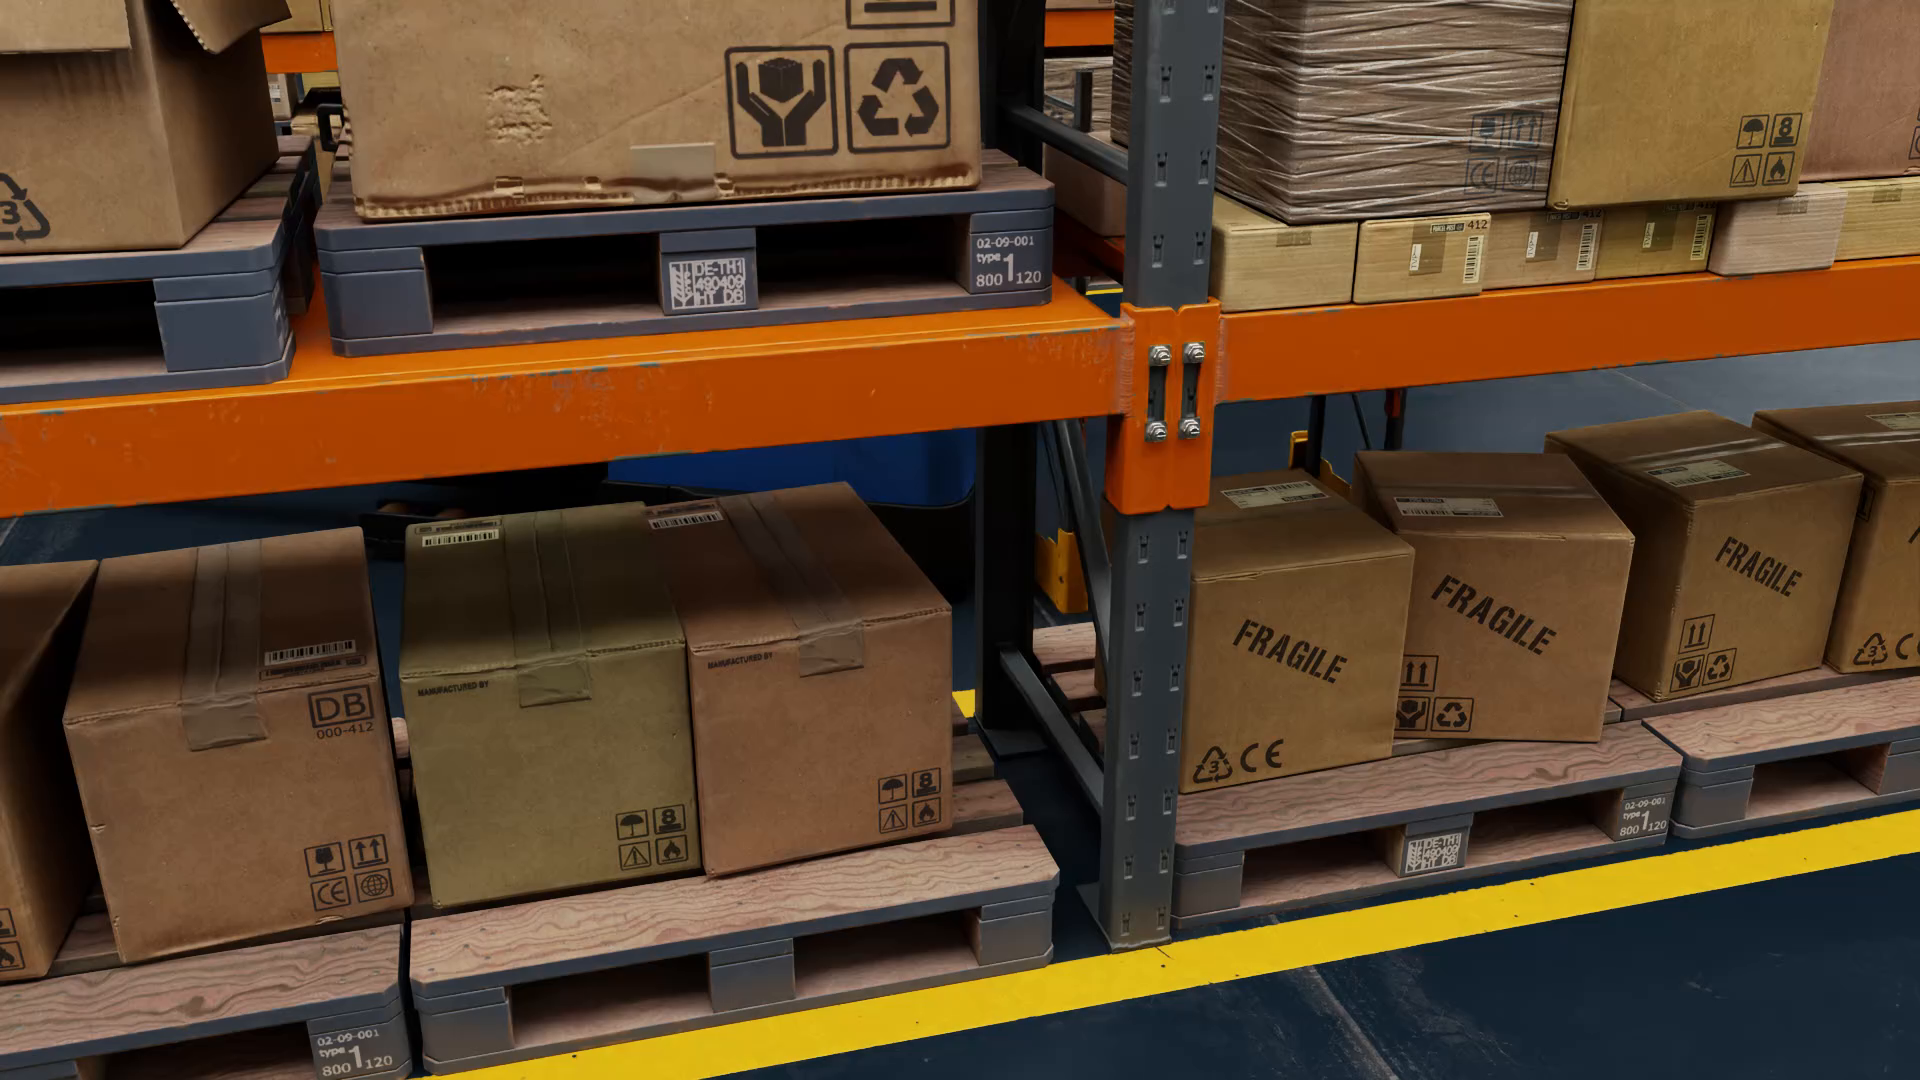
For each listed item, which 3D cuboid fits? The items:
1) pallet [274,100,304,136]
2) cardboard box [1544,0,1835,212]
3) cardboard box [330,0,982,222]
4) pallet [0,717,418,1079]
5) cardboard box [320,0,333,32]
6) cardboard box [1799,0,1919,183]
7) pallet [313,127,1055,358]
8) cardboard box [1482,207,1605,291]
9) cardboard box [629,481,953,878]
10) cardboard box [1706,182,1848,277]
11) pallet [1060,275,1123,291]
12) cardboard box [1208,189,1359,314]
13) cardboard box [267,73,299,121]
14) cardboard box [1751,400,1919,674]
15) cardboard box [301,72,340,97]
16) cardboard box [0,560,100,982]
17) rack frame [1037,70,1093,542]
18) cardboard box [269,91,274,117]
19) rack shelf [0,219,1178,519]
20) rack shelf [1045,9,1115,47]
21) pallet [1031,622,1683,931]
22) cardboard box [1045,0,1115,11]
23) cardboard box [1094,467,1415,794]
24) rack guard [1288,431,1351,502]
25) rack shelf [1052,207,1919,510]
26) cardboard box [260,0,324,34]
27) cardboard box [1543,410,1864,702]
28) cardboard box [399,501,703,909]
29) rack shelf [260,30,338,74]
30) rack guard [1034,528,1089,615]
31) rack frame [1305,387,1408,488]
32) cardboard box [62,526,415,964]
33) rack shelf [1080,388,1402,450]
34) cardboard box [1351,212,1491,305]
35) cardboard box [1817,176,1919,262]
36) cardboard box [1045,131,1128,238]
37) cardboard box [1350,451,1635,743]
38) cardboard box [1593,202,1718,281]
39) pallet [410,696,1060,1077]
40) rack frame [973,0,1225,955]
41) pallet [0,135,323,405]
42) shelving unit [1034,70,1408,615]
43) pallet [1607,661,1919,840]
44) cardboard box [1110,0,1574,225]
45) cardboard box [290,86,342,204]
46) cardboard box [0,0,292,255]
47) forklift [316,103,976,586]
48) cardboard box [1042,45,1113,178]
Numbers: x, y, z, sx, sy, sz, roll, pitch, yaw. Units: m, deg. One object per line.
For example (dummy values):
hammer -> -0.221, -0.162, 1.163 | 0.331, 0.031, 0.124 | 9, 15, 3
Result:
pallet -> -4.373, -3.013, 12.004 | 1.213, 0.211, 1.003 | -6, 24, -14
cardboard box -> 1.171, -0.994, 3.258 | 0.500, 0.500, 0.875 | -6, 24, -14
cardboard box -> -0.573, -1.184, 2.912 | 1.000, 1.000, 1.000 | -6, 24, -14
pallet -> -1.696, 0.750, 3.235 | 1.213, 0.211, 1.003 | -6, 24, -14
cardboard box -> -2.416, -2.422, 6.963 | 0.500, 0.500, 0.500 | -6, 24, -14
cardboard box -> 1.625, -1.085, 3.471 | 0.500, 0.500, 0.875 | -6, 24, -14
pallet -> -0.546, -0.632, 3.163 | 1.213, 0.211, 1.003 | -6, 24, -14
cardboard box -> 0.995, -0.599, 3.160 | 0.250, 0.149, 0.380 | -6, 24, -14
cardboard box -> -0.367, 0.257, 3.459 | 0.500, 0.500, 0.700 | -8, 25, -18
cardboard box -> 1.485, -0.640, 3.256 | 0.250, 0.149, 0.380 | -6, 24, -14
pallet -> 0.917, -1.542, 8.575 | 1.213, 0.211, 1.003 | -6, 24, -14
cardboard box -> 0.518, -0.540, 3.023 | 0.250, 0.149, 0.380 | -6, 24, -14
cardboard box -> -5.044, -3.206, 11.719 | 0.625, 0.372, 0.950 | -7, 24, -15
cardboard box -> 2.301, -0.021, 4.132 | 0.500, 0.500, 0.500 | -4, 24, -9
cardboard box -> -4.312, -3.285, 11.902 | 0.625, 0.372, 0.950 | -6, 24, -13
cardboard box -> -1.907, 0.420, 3.079 | 0.500, 0.500, 0.700 | -4, 24, -10
rack frame -> 0.248, -0.589, 4.720 | 0.032, 1.500, 0.500 | -7, 24, -16
cardboard box -> -3.413, -1.499, 7.259 | 0.750, 0.750, 1.050 | -6, 24, -14
rack shelf -> -1.696, -0.203, 2.832 | 4.000, 0.370, 1.077 | -6, 24, -14
rack shelf -> 0.913, -2.523, 8.238 | 4.000, 0.370, 1.077 | -6, 24, -14
pallet -> 0.867, 0.450, 3.934 | 1.213, 0.211, 1.003 | -6, 24, -14
cardboard box -> 0.414, -2.833, 7.859 | 0.550, 0.550, 0.875 | -6, 24, -14
cardboard box -> 0.626, 0.182, 3.660 | 0.500, 0.500, 0.500 | -7, 24, -16
rack guard -> 1.201, -0.131, 5.238 | 0.087, 0.250, 0.587 | -7, 24, -16
rack shelf -> 2.155, -0.629, 3.825 | 4.000, 0.370, 1.077 | -6, 24, -14
cardboard box -> -2.904, -2.367, 6.835 | 0.500, 0.500, 0.500 | -7, 24, -15
cardboard box -> 1.752, 0.022, 4.033 | 0.500, 0.500, 0.500 | -9, 25, -19
cardboard box -> -0.832, 0.301, 3.357 | 0.500, 0.500, 0.700 | -6, 24, -15
rack shelf -> -2.938, -2.097, 7.245 | 4.000, 0.370, 1.077 | -6, 24, -14
rack guard -> 0.249, -0.014, 4.967 | 0.087, 0.250, 0.587 | -7, 24, -16
rack frame -> 1.219, -0.707, 4.997 | 0.032, 1.500, 0.500 | -7, 24, -16
cardboard box -> -1.370, 0.360, 3.218 | 0.500, 0.500, 0.700 | -8, 25, -19
rack shelf -> 0.734, -0.483, 4.929 | 1.000, 0.185, 0.538 | -7, 24, -16
cardboard box -> 0.762, -0.562, 3.073 | 0.250, 0.149, 0.380 | -6, 24, -14
cardboard box -> 1.715, -0.682, 3.355 | 0.250, 0.149, 0.380 | -6, 24, -14
cardboard box -> 0.357, -0.766, 3.549 | 0.250, 0.149, 0.380 | -6, 24, -14
cardboard box -> 1.175, 0.118, 3.809 | 0.500, 0.500, 0.500 | 1, 23, 3
cardboard box -> 1.234, -0.629, 3.230 | 0.250, 0.149, 0.380 | -6, 24, -14
pallet -> -0.520, 0.618, 3.541 | 1.213, 0.211, 1.003 | -6, 24, -14
rack frame -> 0.230, -0.747, 3.186 | 0.127, 3.000, 1.000 | -6, 24, -14
pallet -> -1.727, -0.459, 2.759 | 1.213, 0.211, 1.003 | -6, 24, -14
shelving unit -> 0.725, -0.647, 4.856 | 1.083, 1.500, 0.587 | -7, 24, -16
pallet -> 2.044, 0.318, 4.240 | 1.213, 0.211, 1.003 | -6, 24, -14
cardboard box -> 0.680, -0.954, 3.165 | 0.500, 0.500, 0.875 | -6, 24, -14
cardboard box -> -2.516, -1.598, 7.491 | 0.750, 0.750, 1.050 | -6, 24, -14
cardboard box -> -1.414, -0.767, 2.571 | 0.637, 0.503, 0.797 | -4, 24, -9
forklift -> -1.361, -1.471, 4.962 | 3.031, 2.935, 1.130 | 5, 24, 11
cardboard box -> 0.478, -1.995, 8.257 | 0.875, 0.875, 0.875 | -6, 24, -14
